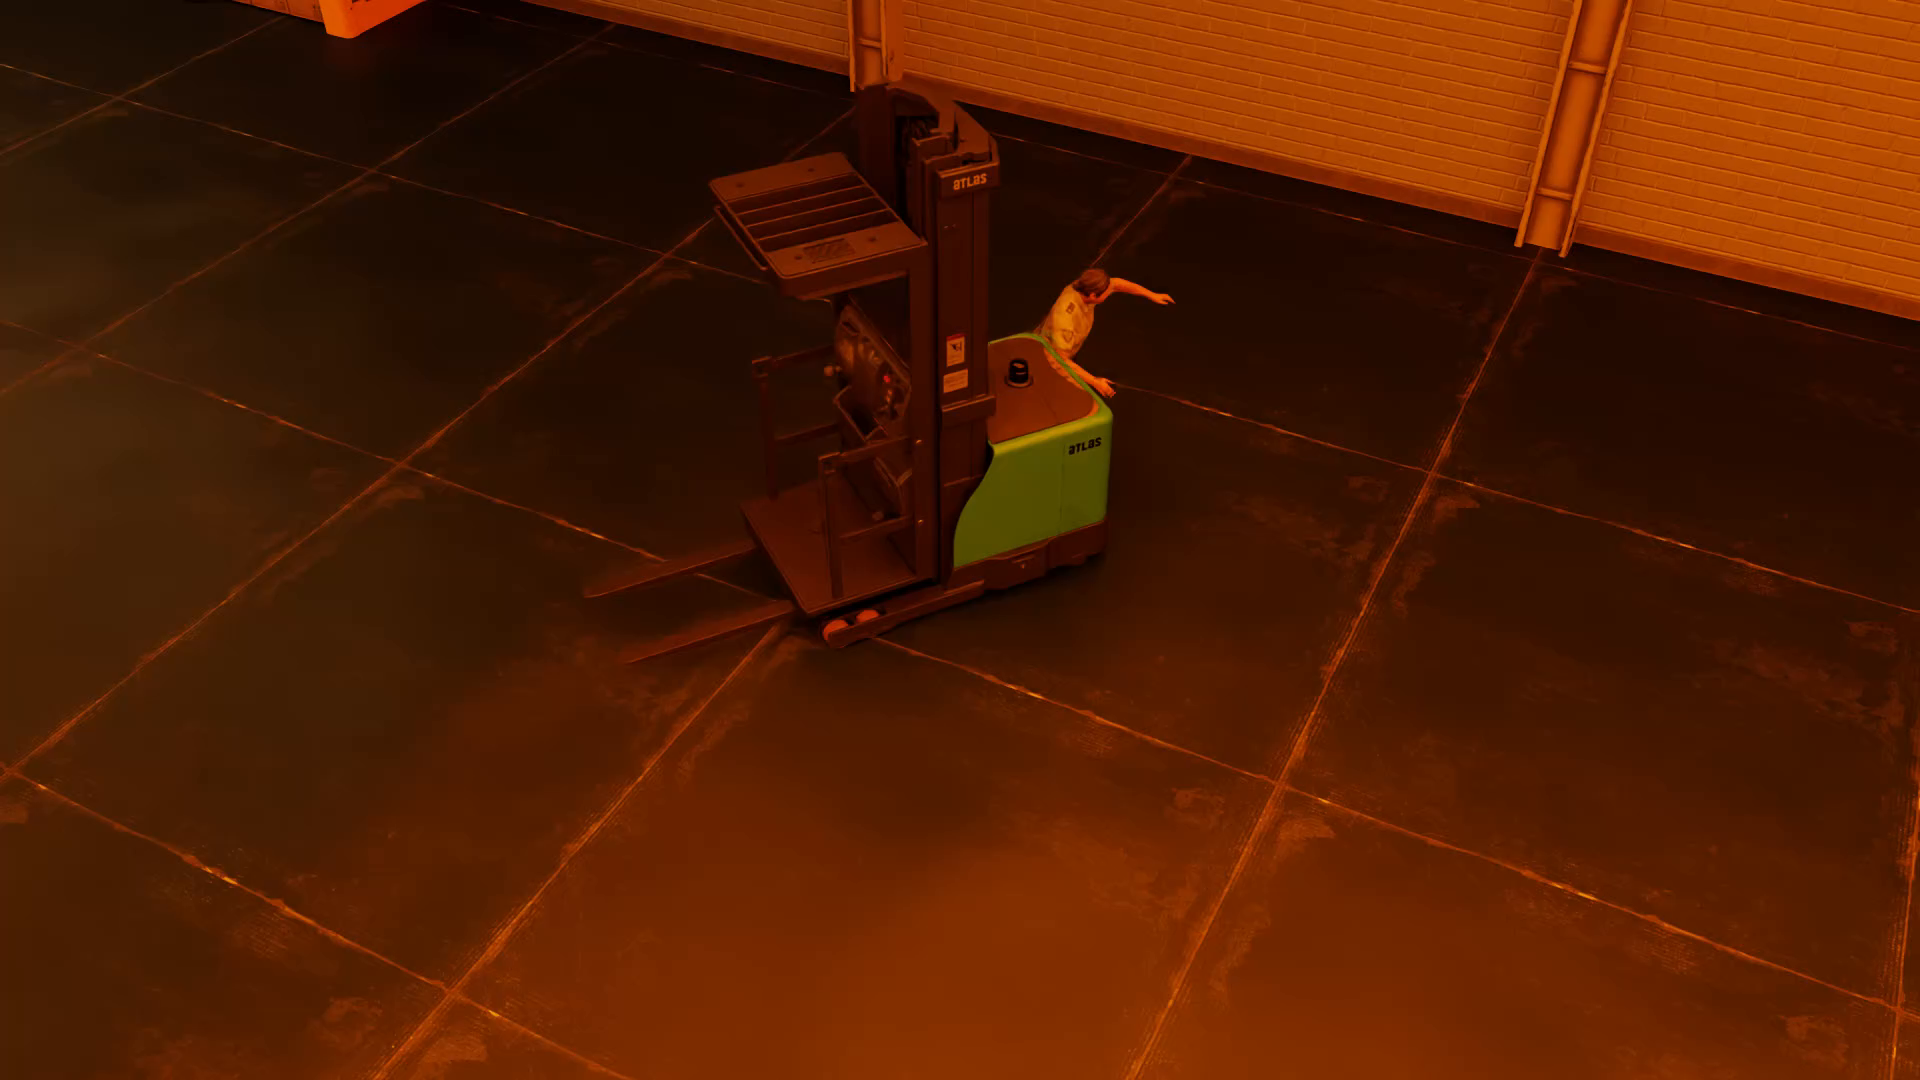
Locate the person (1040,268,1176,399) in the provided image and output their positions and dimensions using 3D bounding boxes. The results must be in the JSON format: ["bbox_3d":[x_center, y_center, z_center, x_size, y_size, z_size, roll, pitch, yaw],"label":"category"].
[{"bbox_3d":[0.747,-1.007,10.399,0.806,1.410,1.359,15,42,17],"label":"person"}]

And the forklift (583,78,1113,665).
[{"bbox_3d":[-0.666,-0.889,9.042,3.031,2.935,1.130,-17,43,-20],"label":"forklift"}]
